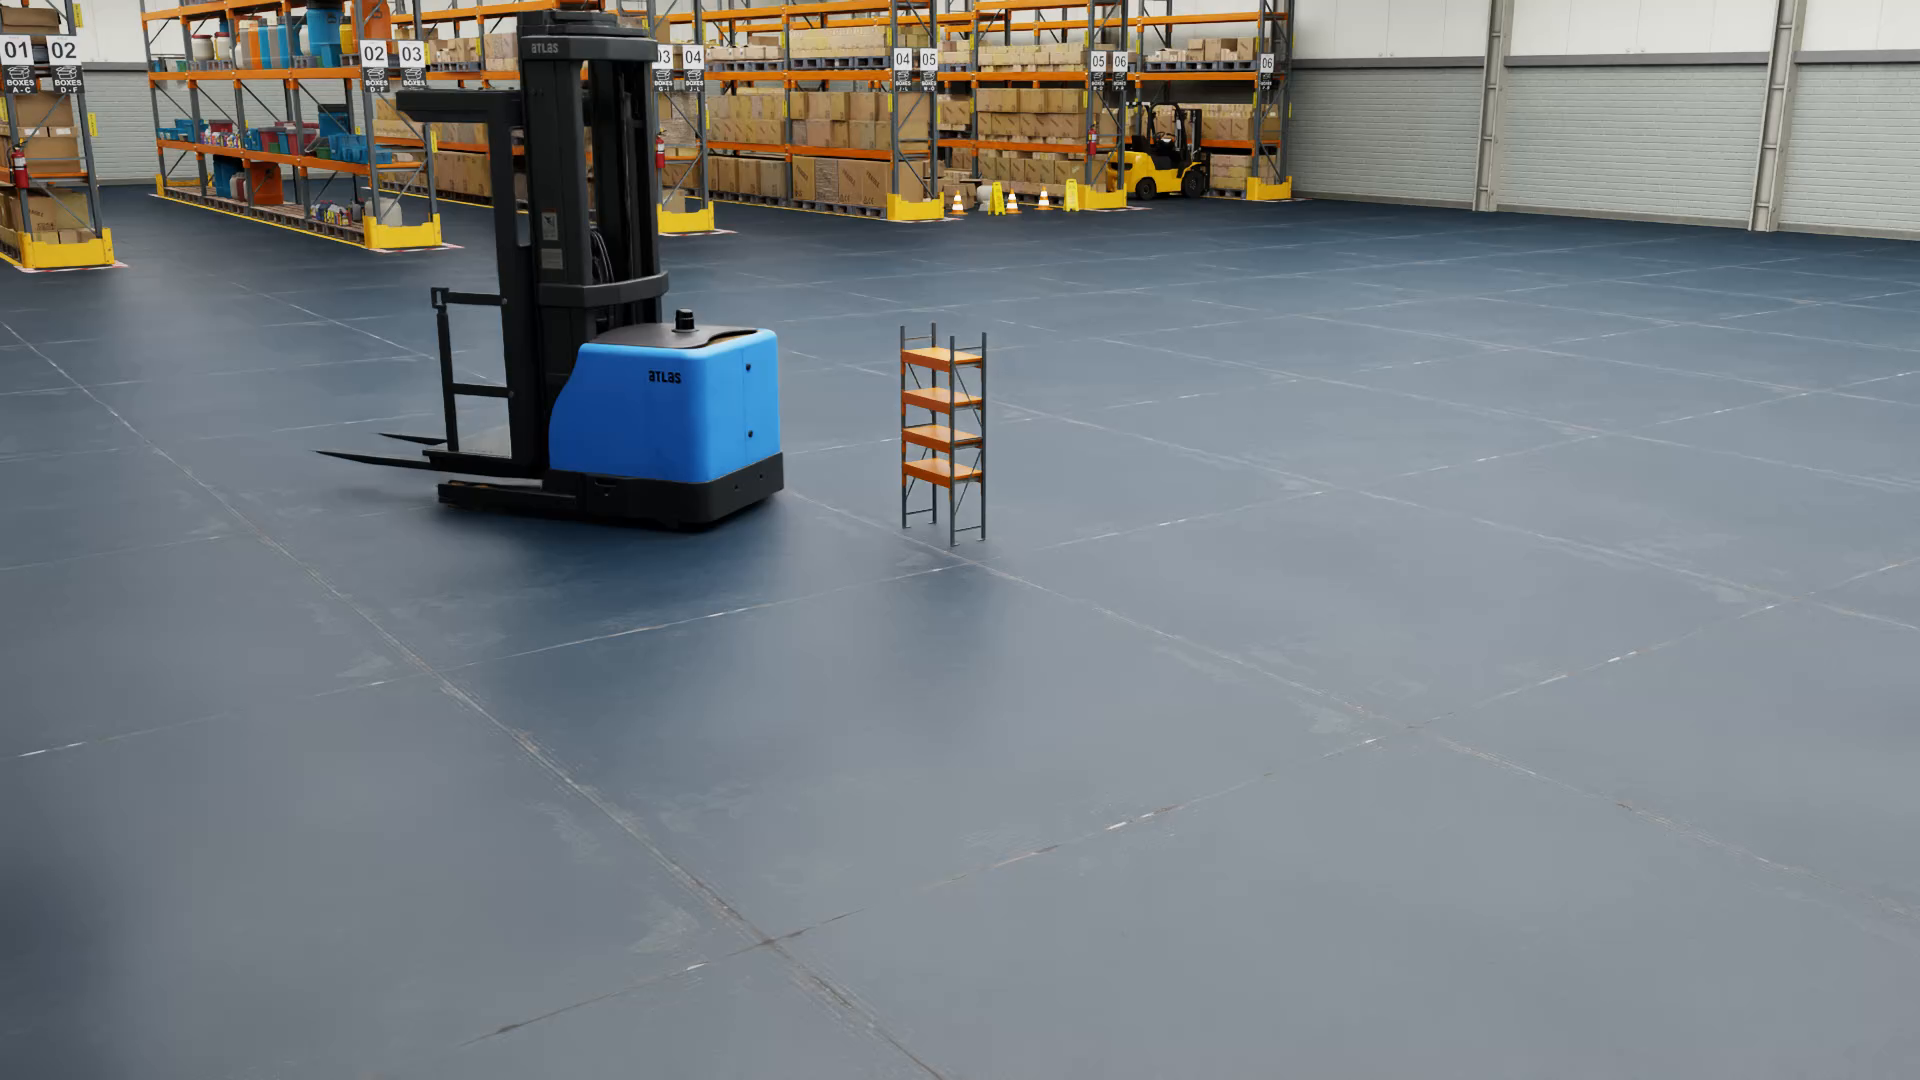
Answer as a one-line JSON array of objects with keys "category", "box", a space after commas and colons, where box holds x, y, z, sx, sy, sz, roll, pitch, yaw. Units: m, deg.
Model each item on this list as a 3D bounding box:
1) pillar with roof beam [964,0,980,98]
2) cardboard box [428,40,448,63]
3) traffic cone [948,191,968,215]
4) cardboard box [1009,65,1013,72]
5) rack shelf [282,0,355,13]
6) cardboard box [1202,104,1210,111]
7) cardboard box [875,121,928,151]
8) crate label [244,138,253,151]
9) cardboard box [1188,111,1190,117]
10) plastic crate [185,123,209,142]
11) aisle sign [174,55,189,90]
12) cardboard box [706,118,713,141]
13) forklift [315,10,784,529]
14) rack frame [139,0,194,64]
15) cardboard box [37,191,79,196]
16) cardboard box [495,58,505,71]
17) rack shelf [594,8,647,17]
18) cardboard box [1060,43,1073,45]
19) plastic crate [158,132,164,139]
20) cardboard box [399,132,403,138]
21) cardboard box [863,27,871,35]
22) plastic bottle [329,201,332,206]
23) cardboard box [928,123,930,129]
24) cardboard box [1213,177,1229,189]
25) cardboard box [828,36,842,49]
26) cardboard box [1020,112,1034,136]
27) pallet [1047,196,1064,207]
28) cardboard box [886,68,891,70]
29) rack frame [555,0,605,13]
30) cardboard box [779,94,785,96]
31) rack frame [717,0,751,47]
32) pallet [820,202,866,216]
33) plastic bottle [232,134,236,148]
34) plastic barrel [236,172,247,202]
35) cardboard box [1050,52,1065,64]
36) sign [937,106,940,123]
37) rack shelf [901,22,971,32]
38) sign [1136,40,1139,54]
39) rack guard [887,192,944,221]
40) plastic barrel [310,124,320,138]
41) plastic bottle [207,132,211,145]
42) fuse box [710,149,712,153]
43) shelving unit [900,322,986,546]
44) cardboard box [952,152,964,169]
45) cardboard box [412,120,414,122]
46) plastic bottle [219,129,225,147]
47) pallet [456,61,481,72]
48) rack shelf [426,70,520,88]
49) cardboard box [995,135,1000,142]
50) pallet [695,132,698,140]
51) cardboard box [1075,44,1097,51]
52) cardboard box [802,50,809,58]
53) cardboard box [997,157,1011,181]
[{"category": "pillar with roof beam", "box": [-3.140, -14.370, 45.034, 9.100, 9.000, 0.400, -11, 19, -35]}, {"category": "cardboard box", "box": [-11.657, -11.122, 37.863, 0.700, 0.500, 0.500, -10, 18, -33]}, {"category": "traffic cone", "box": [-0.043, -6.843, 33.701, 0.336, 0.463, 0.334, -11, 19, -35]}, {"category": "cardboard box", "box": [1.306, -10.379, 36.609, 0.380, 0.149, 0.250, -12, 19, -36]}, {"category": "rack shelf", "box": [-10.133, -8.996, 27.520, 1.077, 0.370, 4.000, -11, 19, -35]}, {"category": "cardboard box", "box": [5.866, -10.099, 38.811, 0.380, 0.149, 0.250, -10, 18, -33]}, {"category": "cardboard box", "box": [-1.134, -7.877, 32.391, 0.875, 0.550, 0.550, -11, 19, -35]}, {"category": "crate label", "box": [-13.716, -7.695, 32.326, 0.303, 0.233, 0.416, -11, 19, -35]}, {"category": "cardboard box", "box": [5.594, -10.067, 39.257, 0.380, 0.149, 0.250, -11, 19, -36]}, {"category": "plastic crate", "box": [-16.563, -8.846, 36.131, 0.392, 0.384, 0.575, -11, 19, -35]}, {"category": "aisle sign", "box": [-18.170, -10.947, 38.966, 0.394, 0.787, 0.004, -11, 19, -35]}, {"category": "cardboard box", "box": [-5.537, -9.351, 37.871, 0.500, 0.500, 0.500, -11, 19, -34]}, {"category": "forklift", "box": [-2.681, -1.710, 10.270, 3.031, 2.935, 1.130, 6, 16, 21]}, {"category": "rack frame", "box": [-18.364, -12.526, 38.295, 1.000, 3.000, 0.127, -11, 19, -35]}, {"category": "cardboard box", "box": [-13.701, -5.046, 25.322, 0.500, 0.500, 0.500, -11, 19, -35]}, {"category": "cardboard box", "box": [-9.282, -9.818, 34.366, 0.500, 0.250, 0.500, -10, 18, -33]}, {"category": "rack shelf", "box": [-9.111, -13.267, 42.373, 1.077, 0.370, 4.000, -11, 19, -35]}, {"category": "cardboard box", "box": [2.981, -12.463, 42.574, 0.700, 0.500, 0.500, -11, 19, -36]}, {"category": "plastic crate", "box": [-18.364, -9.349, 38.437, 0.250, 0.136, 0.298, -11, 19, -35]}, {"category": "cardboard box", "box": [-13.206, -9.714, 39.862, 0.380, 0.149, 0.250, -11, 19, -35]}, {"category": "cardboard box", "box": [-1.648, -9.821, 32.076, 0.380, 0.149, 0.250, -10, 18, -34]}, {"category": "plastic bottle", "box": [-11.053, -5.790, 29.233, 0.144, 0.351, 0.185, -11, 19, -35]}, {"category": "cardboard box", "box": [-0.686, -9.861, 39.604, 0.380, 0.149, 0.250, -10, 18, -33]}, {"category": "cardboard box", "box": [6.262, -8.329, 38.739, 0.500, 0.250, 0.500, -11, 19, -35]}, {"category": "cardboard box", "box": [-2.277, -9.884, 33.062, 0.500, 0.250, 0.500, -11, 19, -34]}, {"category": "cardboard box", "box": [1.659, -9.114, 36.439, 0.500, 0.500, 0.500, -11, 19, -34]}, {"category": "pallet", "box": [2.572, -7.373, 36.114, 1.003, 0.211, 1.213, -11, 19, -35]}, {"category": "cardboard box", "box": [-1.590, -11.463, 40.569, 0.380, 0.149, 0.250, -11, 19, -35]}, {"category": "rack frame", "box": [-7.302, -10.732, 31.741, 1.000, 3.000, 0.127, -11, 19, -35]}, {"category": "cardboard box", "box": [-4.491, -11.673, 44.461, 0.500, 0.500, 0.500, -11, 19, -35]}, {"category": "rack frame", "box": [-6.342, -14.833, 46.724, 1.000, 3.000, 0.127, -11, 19, -35]}, {"category": "pallet", "box": [-2.125, -6.807, 34.045, 1.003, 0.211, 1.213, -11, 19, -35]}, {"category": "plastic bottle", "box": [-14.547, -8.000, 33.368, 0.097, 0.271, 0.097, 0, 15, 0]}, {"category": "plastic barrel", "box": [-14.626, -7.306, 34.361, 0.600, 0.588, 0.708, -11, 19, -35]}, {"category": "cardboard box", "box": [2.263, -10.218, 35.264, 0.500, 0.250, 0.500, -11, 19, -35]}, {"category": "sign", "box": [-0.426, -8.273, 32.332, 0.100, 0.325, 0.005, -11, 19, -35]}, {"category": "rack shelf", "box": [-1.153, -14.828, 48.077, 1.077, 0.370, 4.000, -11, 19, -35]}, {"category": "sign", "box": [4.293, -11.910, 40.150, 0.100, 0.325, 0.005, -11, 19, -35]}, {"category": "rack guard", "box": [-0.865, -6.522, 32.458, 1.175, 0.500, 0.348, -11, 19, -35]}, {"category": "plastic barrel", "box": [-11.694, -7.374, 30.577, 0.433, 0.535, 0.433, 0, 15, 0]}, {"category": "plastic bottle", "box": [-15.787, -8.451, 35.014, 0.097, 0.271, 0.097, 0, 15, 0]}, {"category": "fuse box", "box": [-7.891, -12.813, 53.149, 0.539, 1.711, 0.414, -11, 19, -35]}, {"category": "shelving unit", "box": [-0.097, -0.614, 9.547, 0.258, 1.200, 0.503, -11, 19, -35]}, {"category": "cardboard box", "box": [0.125, -10.715, 46.982, 0.500, 0.500, 0.500, -10, 18, -32]}, {"category": "cardboard box", "box": [-12.493, -10.036, 38.863, 0.500, 0.500, 0.500, -10, 18, -33]}, {"category": "plastic bottle", "box": [-15.162, -8.273, 34.213, 0.144, 0.351, 0.185, -11, 19, -35]}, {"category": "pallet", "box": [-10.076, -10.178, 35.755, 1.213, 0.211, 1.003, -10, 18, -32]}, {"category": "rack shelf", "box": [-10.830, -10.220, 36.913, 1.077, 0.370, 4.000, -11, 19, -35]}, {"category": "cardboard box", "box": [1.011, -9.041, 37.401, 0.380, 0.149, 0.250, -11, 19, -35]}, {"category": "pallet", "box": [-6.088, -9.484, 38.909, 1.213, 0.211, 1.003, -11, 19, -35]}, {"category": "cardboard box", "box": [2.628, -10.259, 34.661, 0.380, 0.149, 0.250, -11, 19, -34]}, {"category": "cardboard box", "box": [-2.992, -9.924, 33.963, 0.380, 0.149, 0.250, -11, 19, -35]}, {"category": "cardboard box", "box": [1.167, -8.334, 37.337, 0.500, 0.500, 0.500, -10, 18, -32]}]
